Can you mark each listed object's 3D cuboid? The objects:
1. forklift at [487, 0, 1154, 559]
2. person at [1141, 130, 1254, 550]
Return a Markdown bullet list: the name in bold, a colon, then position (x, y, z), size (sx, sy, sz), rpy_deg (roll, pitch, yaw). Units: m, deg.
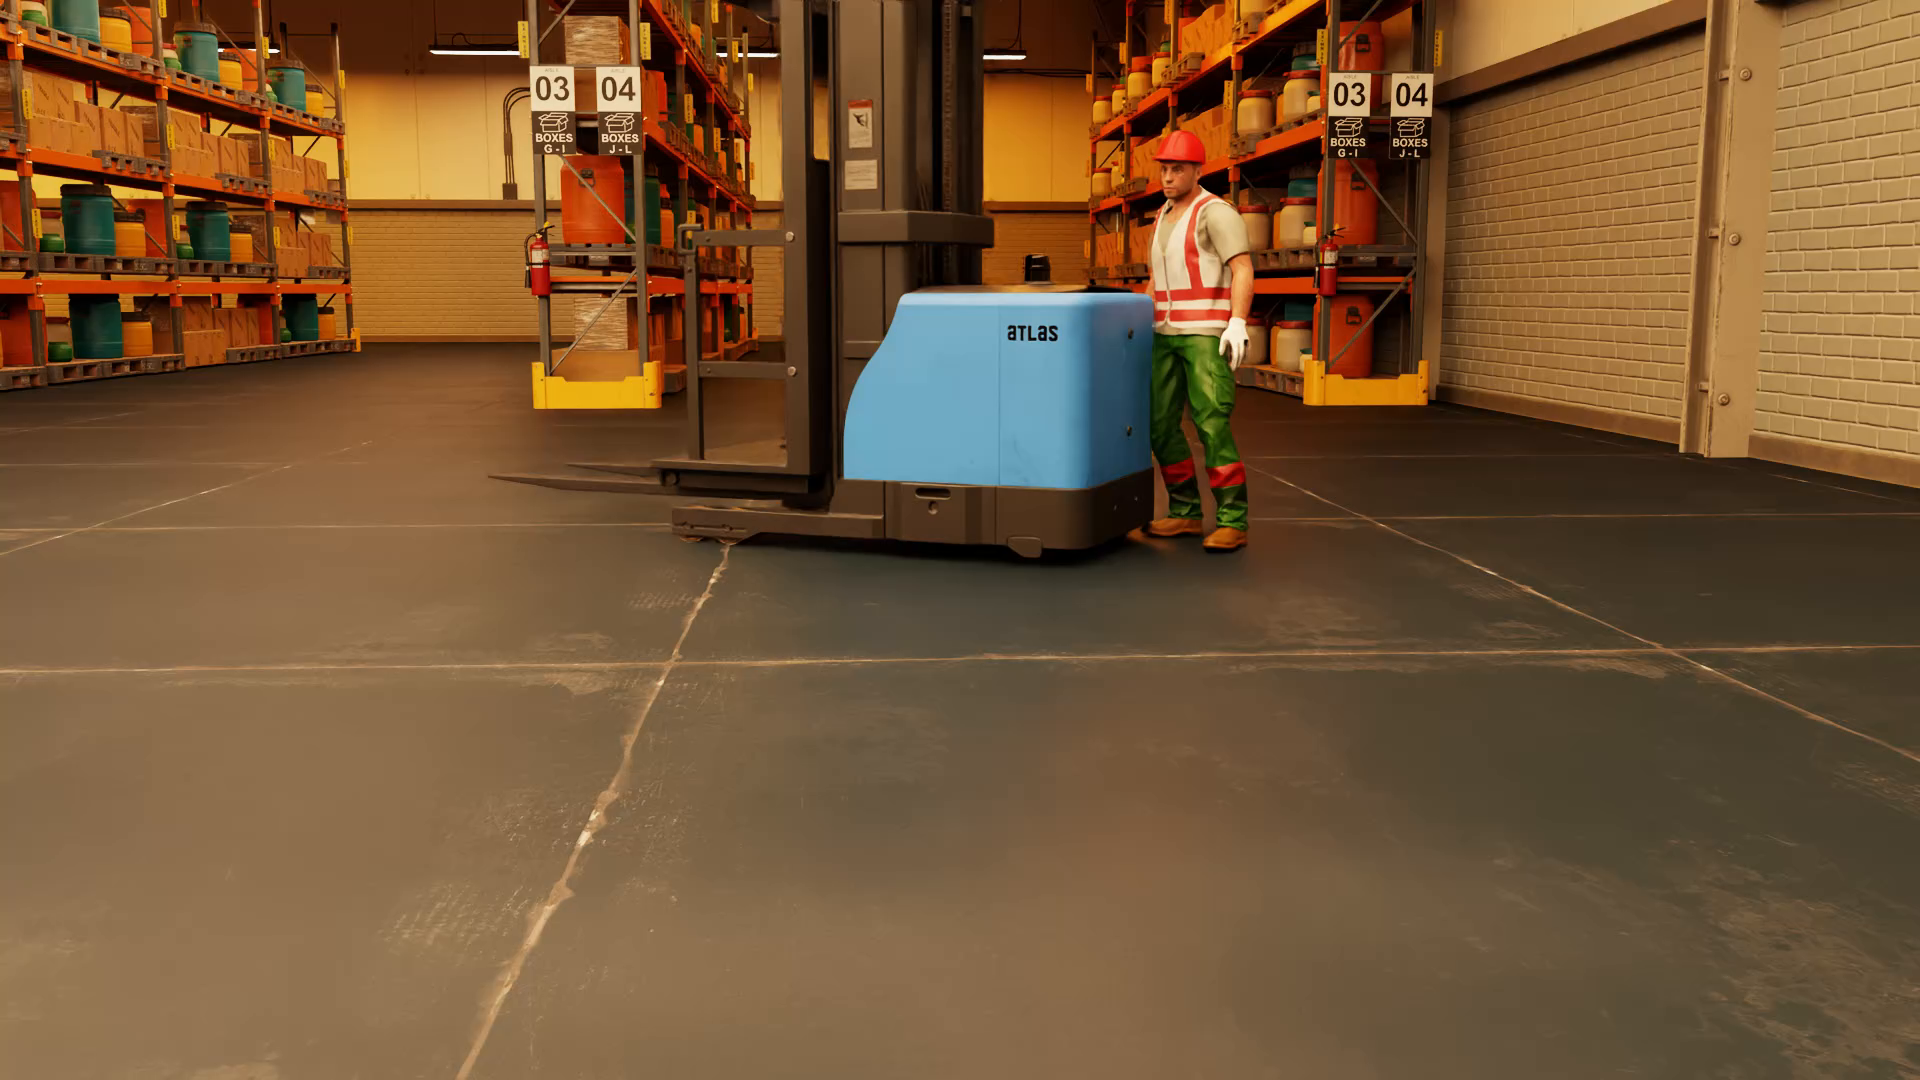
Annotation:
- **forklift**: position (-0.705, -1.491, 7.375), size (3.031, 2.935, 1.130), rpy_deg (3, 9, 22)
- **person**: position (0.985, -0.873, 7.211), size (0.413, 1.757, 0.805), rpy_deg (-6, 10, -34)
